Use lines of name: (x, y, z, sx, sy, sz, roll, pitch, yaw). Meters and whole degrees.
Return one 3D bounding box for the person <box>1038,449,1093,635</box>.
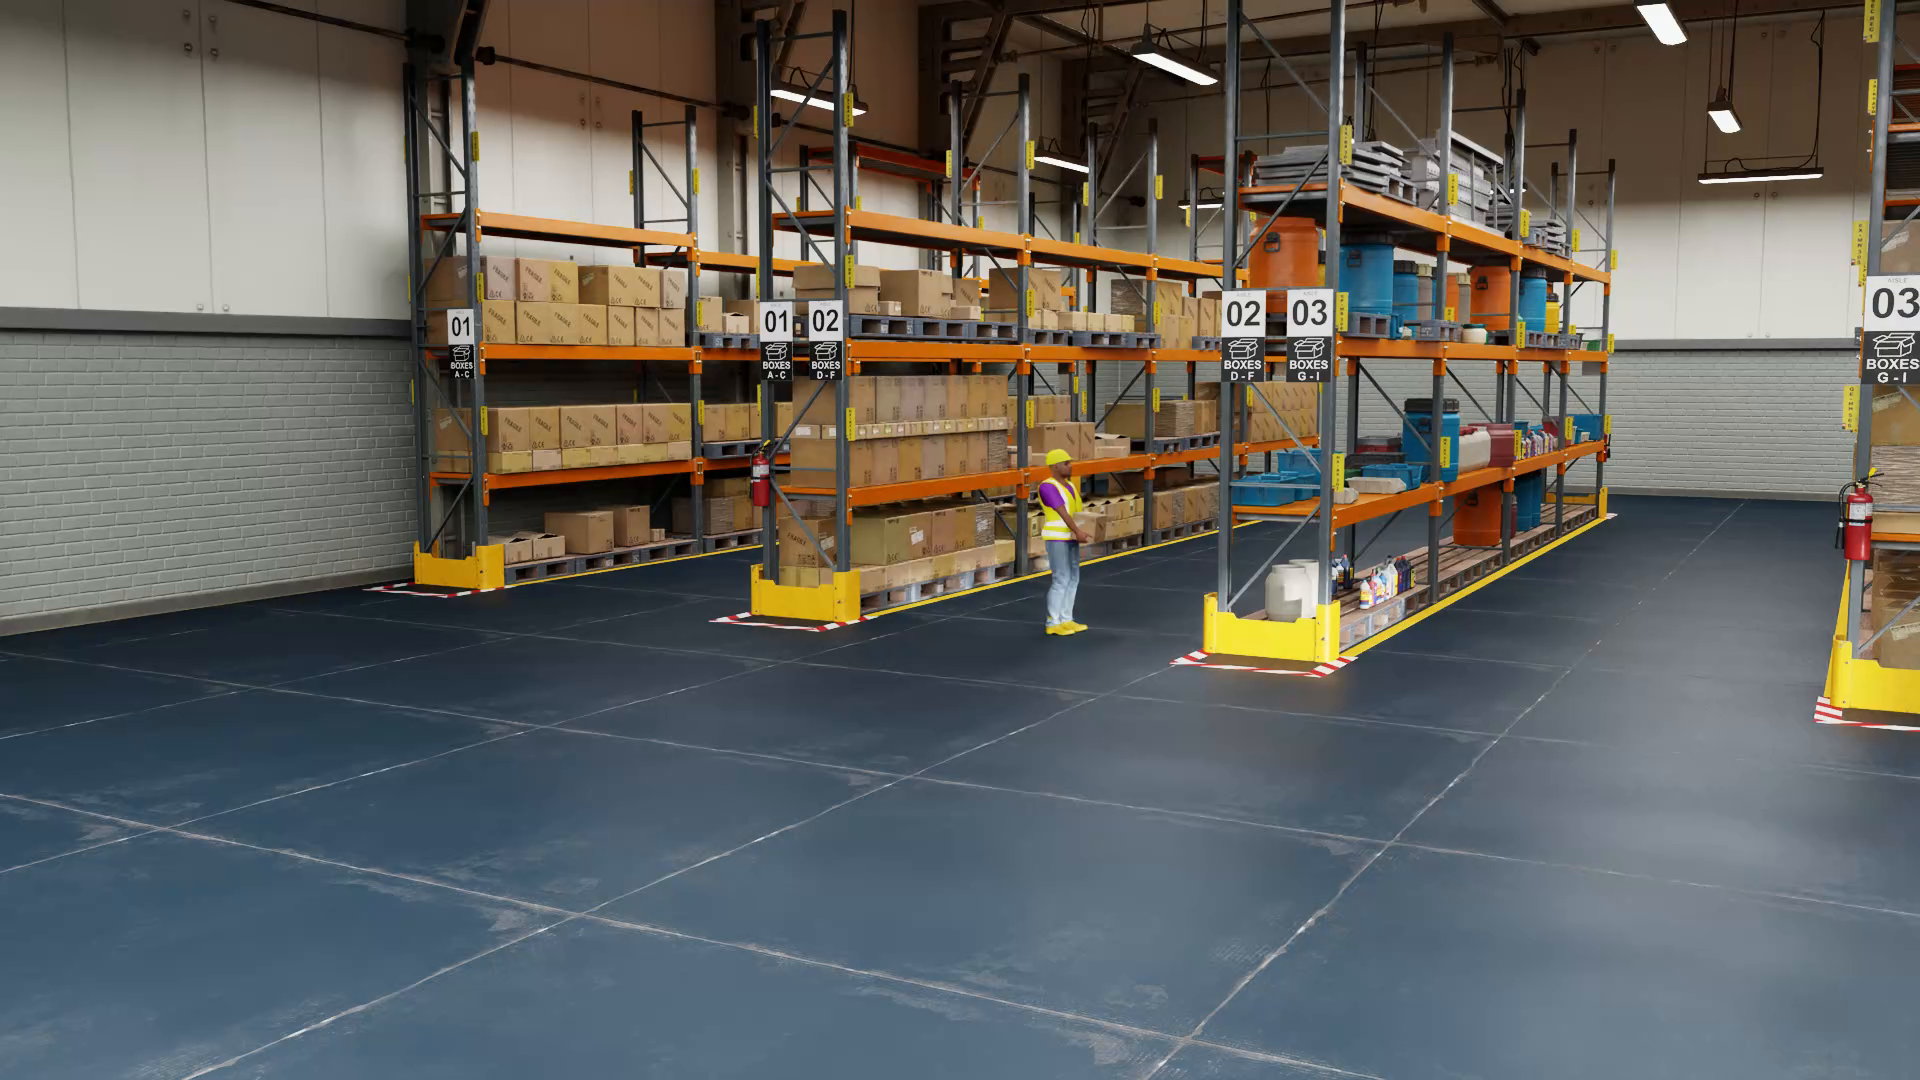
person: (1.072, 0.016, 15.903, 0.587, 1.760, 0.503, 3, 7, 30)
